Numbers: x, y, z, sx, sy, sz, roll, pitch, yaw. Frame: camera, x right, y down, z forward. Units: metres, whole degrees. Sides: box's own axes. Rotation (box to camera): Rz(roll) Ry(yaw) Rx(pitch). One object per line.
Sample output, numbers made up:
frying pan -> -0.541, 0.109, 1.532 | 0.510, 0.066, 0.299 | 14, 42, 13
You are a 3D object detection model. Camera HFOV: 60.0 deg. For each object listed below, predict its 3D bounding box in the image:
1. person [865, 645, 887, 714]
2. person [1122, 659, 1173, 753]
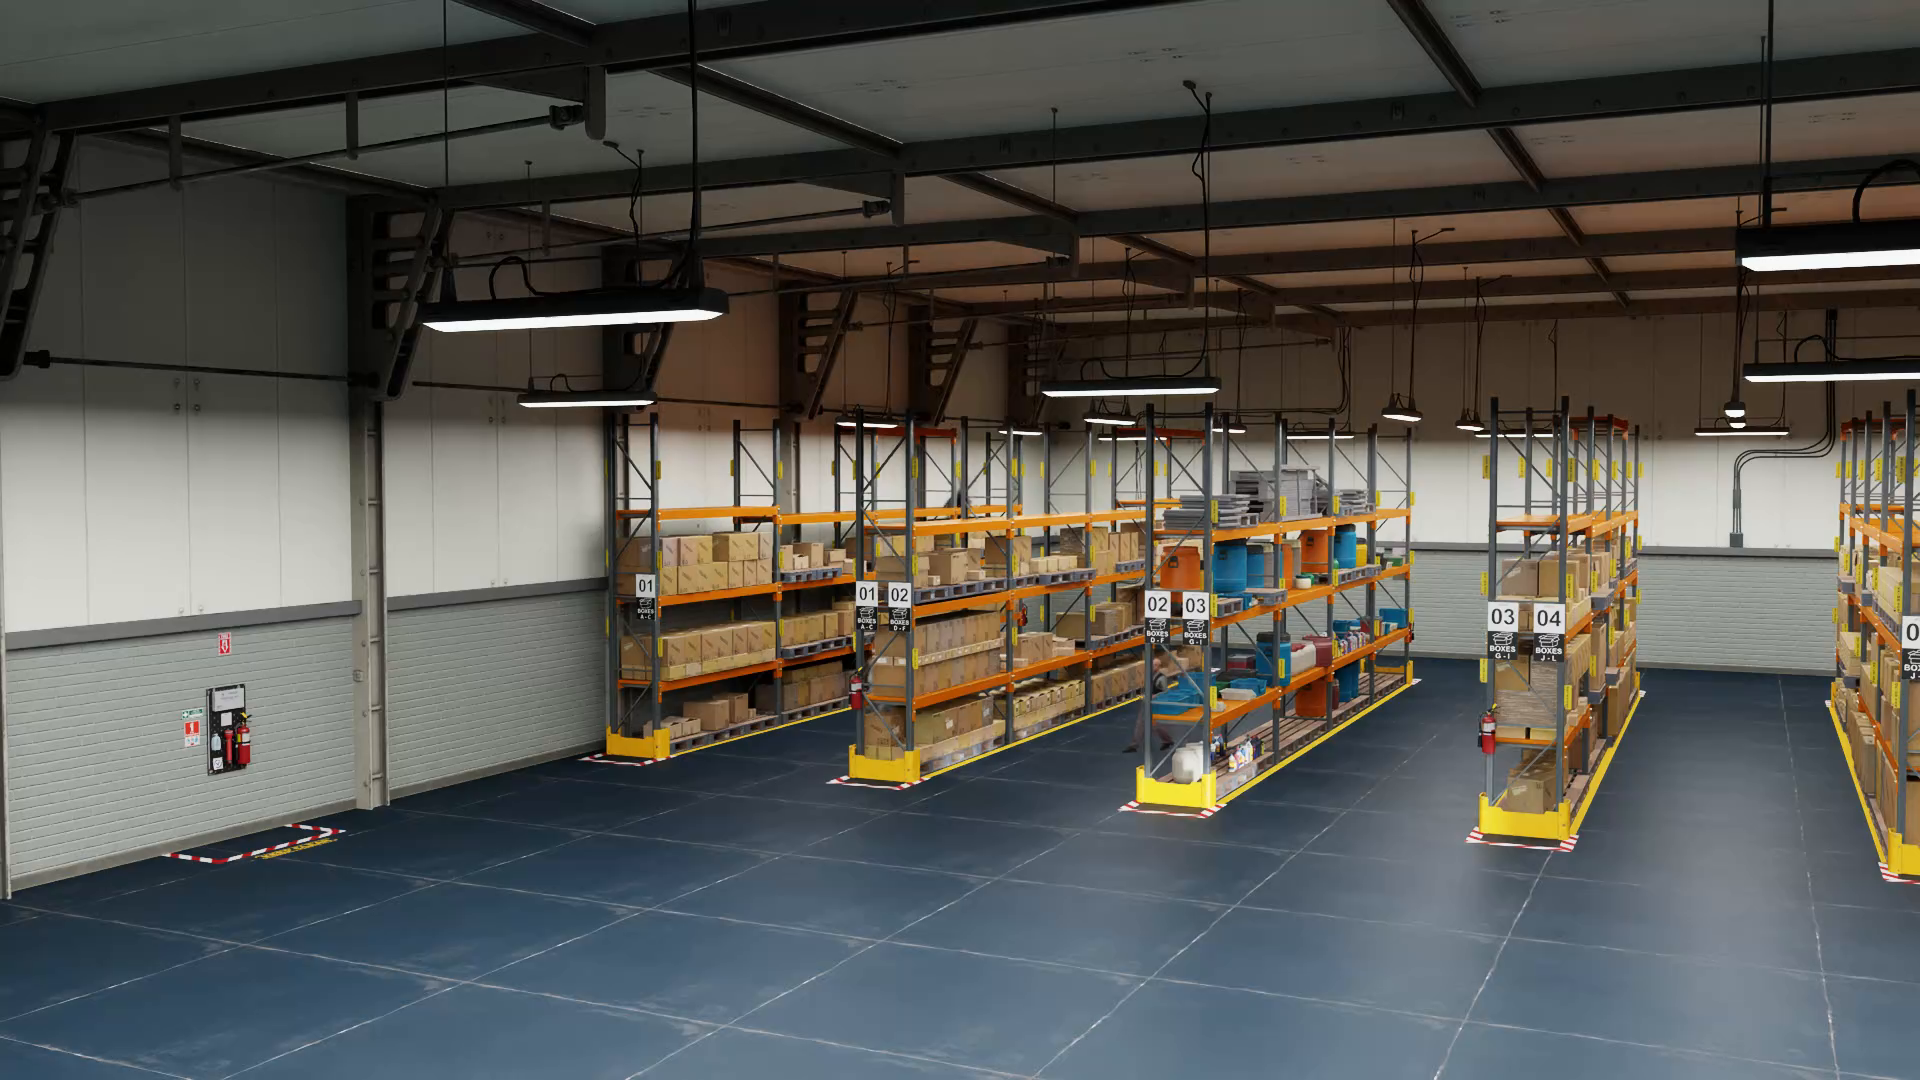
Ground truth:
person -> -1.551, 2.808, 31.310 | 0.645, 1.717, 0.791 | 1, 3, 25
person -> 3.389, 2.895, 29.029 | 1.015, 1.660, 0.695 | -2, 3, -37
